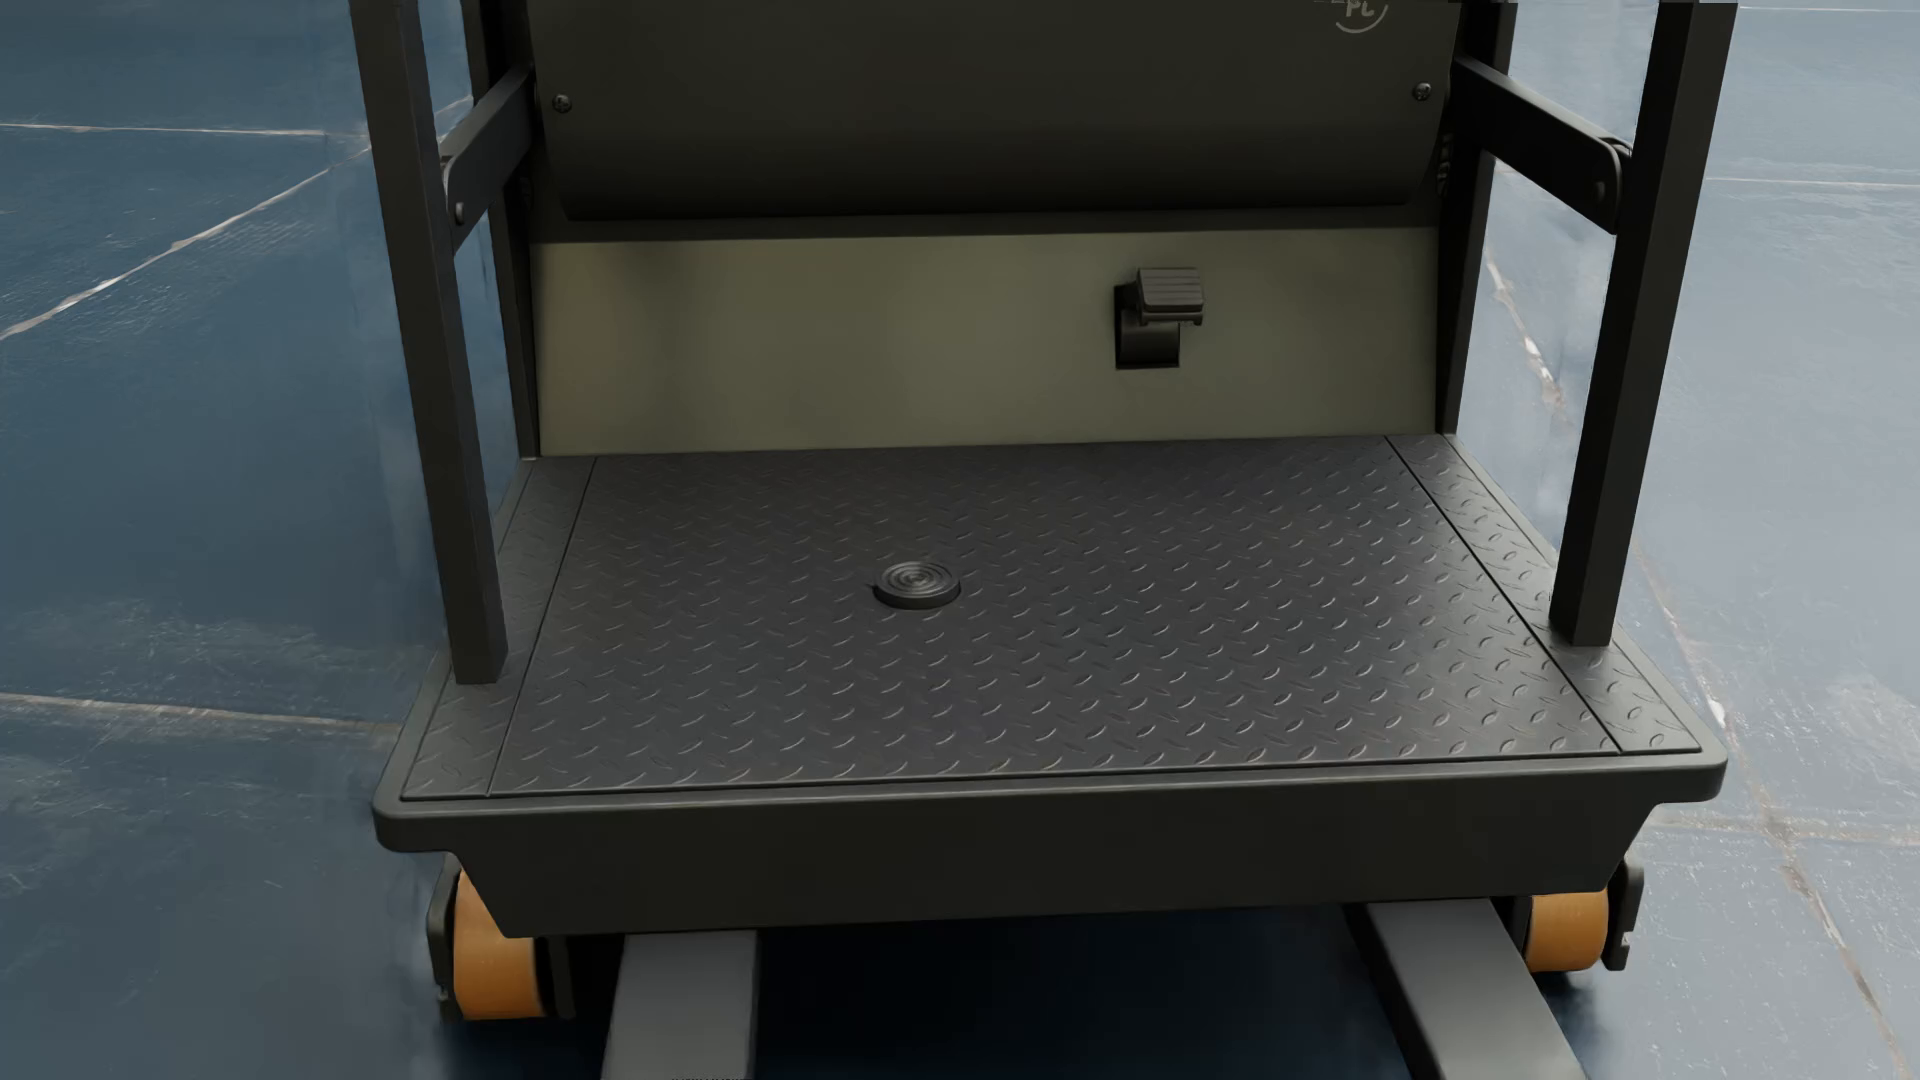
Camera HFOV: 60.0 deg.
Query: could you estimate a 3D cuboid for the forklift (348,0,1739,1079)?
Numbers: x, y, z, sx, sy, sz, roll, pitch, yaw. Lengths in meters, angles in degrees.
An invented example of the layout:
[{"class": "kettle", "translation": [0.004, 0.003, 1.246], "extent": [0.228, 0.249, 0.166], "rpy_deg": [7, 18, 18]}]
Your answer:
[{"class": "forklift", "translation": [0.054, -1.008, 1.237], "extent": [1.130, 2.935, 3.031], "rpy_deg": [-2, 27, -3]}]
